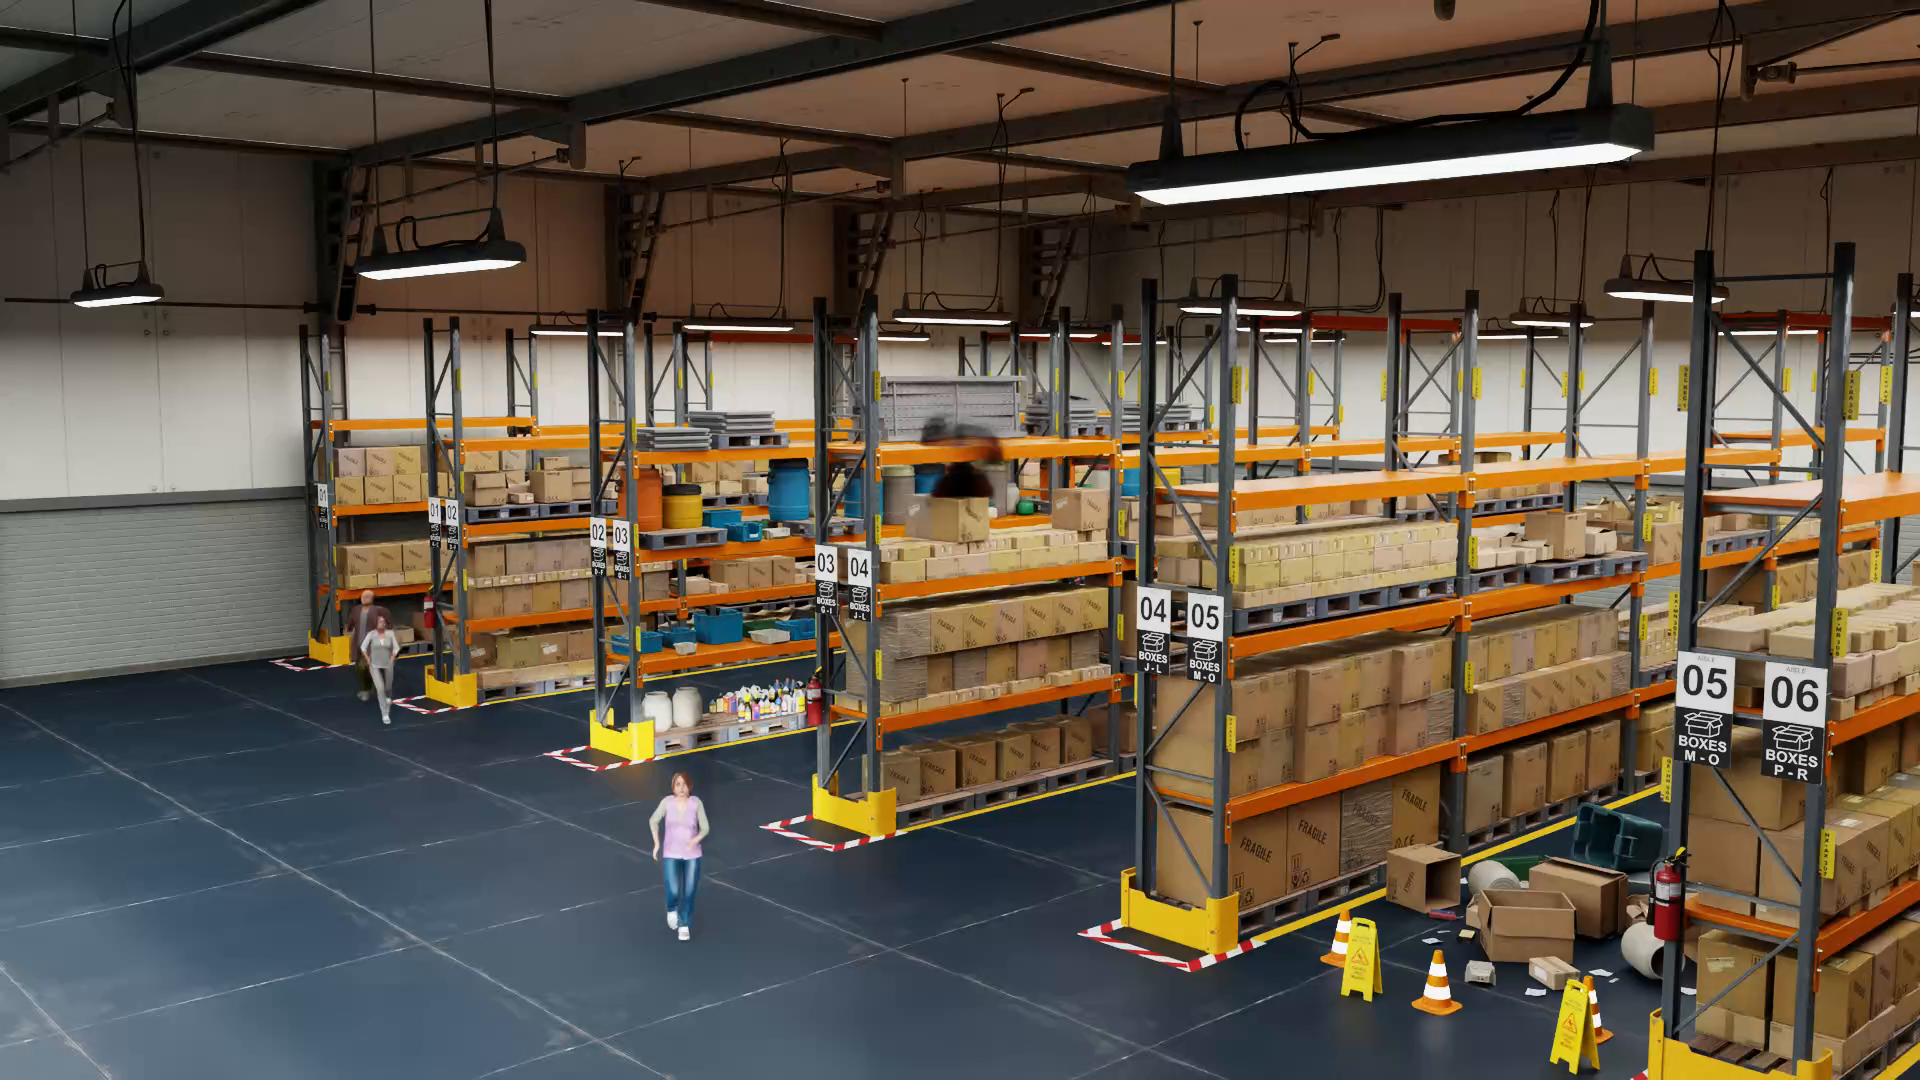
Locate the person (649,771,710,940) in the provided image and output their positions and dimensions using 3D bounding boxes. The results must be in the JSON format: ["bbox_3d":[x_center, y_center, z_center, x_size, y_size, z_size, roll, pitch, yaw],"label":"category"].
[{"bbox_3d":[-2.526,2.873,15.031,0.532,1.560,0.541,-1,6,-12],"label":"person"}]

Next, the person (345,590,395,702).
[{"bbox_3d":[-9.308,1.672,26.100,0.712,1.785,0.745,1,6,13],"label":"person"}]

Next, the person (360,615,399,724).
[{"bbox_3d":[-8.621,1.899,24.737,0.542,1.591,0.754,-3,6,-27],"label":"person"}]

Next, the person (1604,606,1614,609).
[{"bbox_3d":[9.415,1.828,24.396,0.653,1.734,0.704,-6,8,-44],"label":"person"}]
